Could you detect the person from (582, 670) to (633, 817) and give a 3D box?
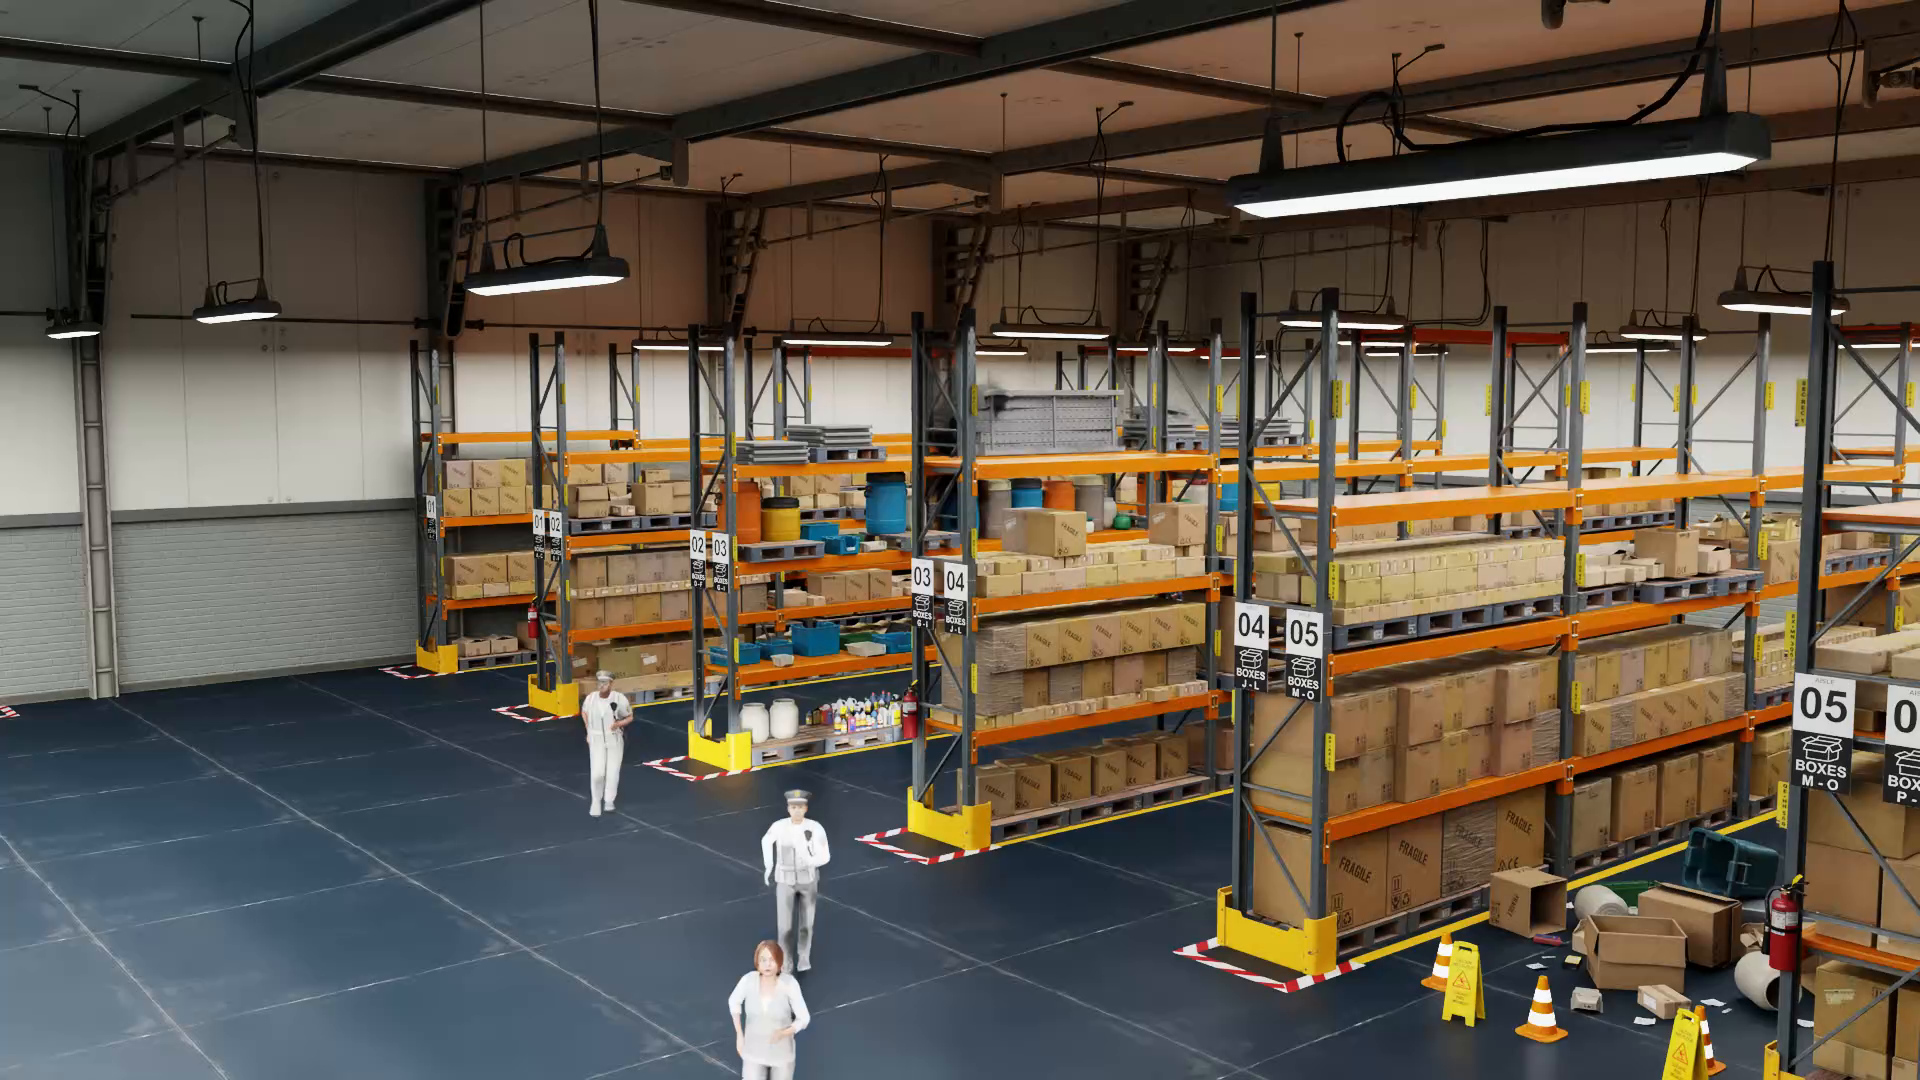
[{"bbox_3d":[-4.239,2.455,19.968,0.631,1.811,0.700,-1,5,-7],"label":"person"}]

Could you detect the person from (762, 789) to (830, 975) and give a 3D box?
[{"bbox_3d":[-1.411,3.003,14.344,0.578,1.747,0.726,-1,5,-7],"label":"person"}]

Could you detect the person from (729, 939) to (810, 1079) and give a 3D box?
[{"bbox_3d":[-1.235,3.378,10.768,0.535,1.640,0.655,0,5,-3],"label":"person"}]
